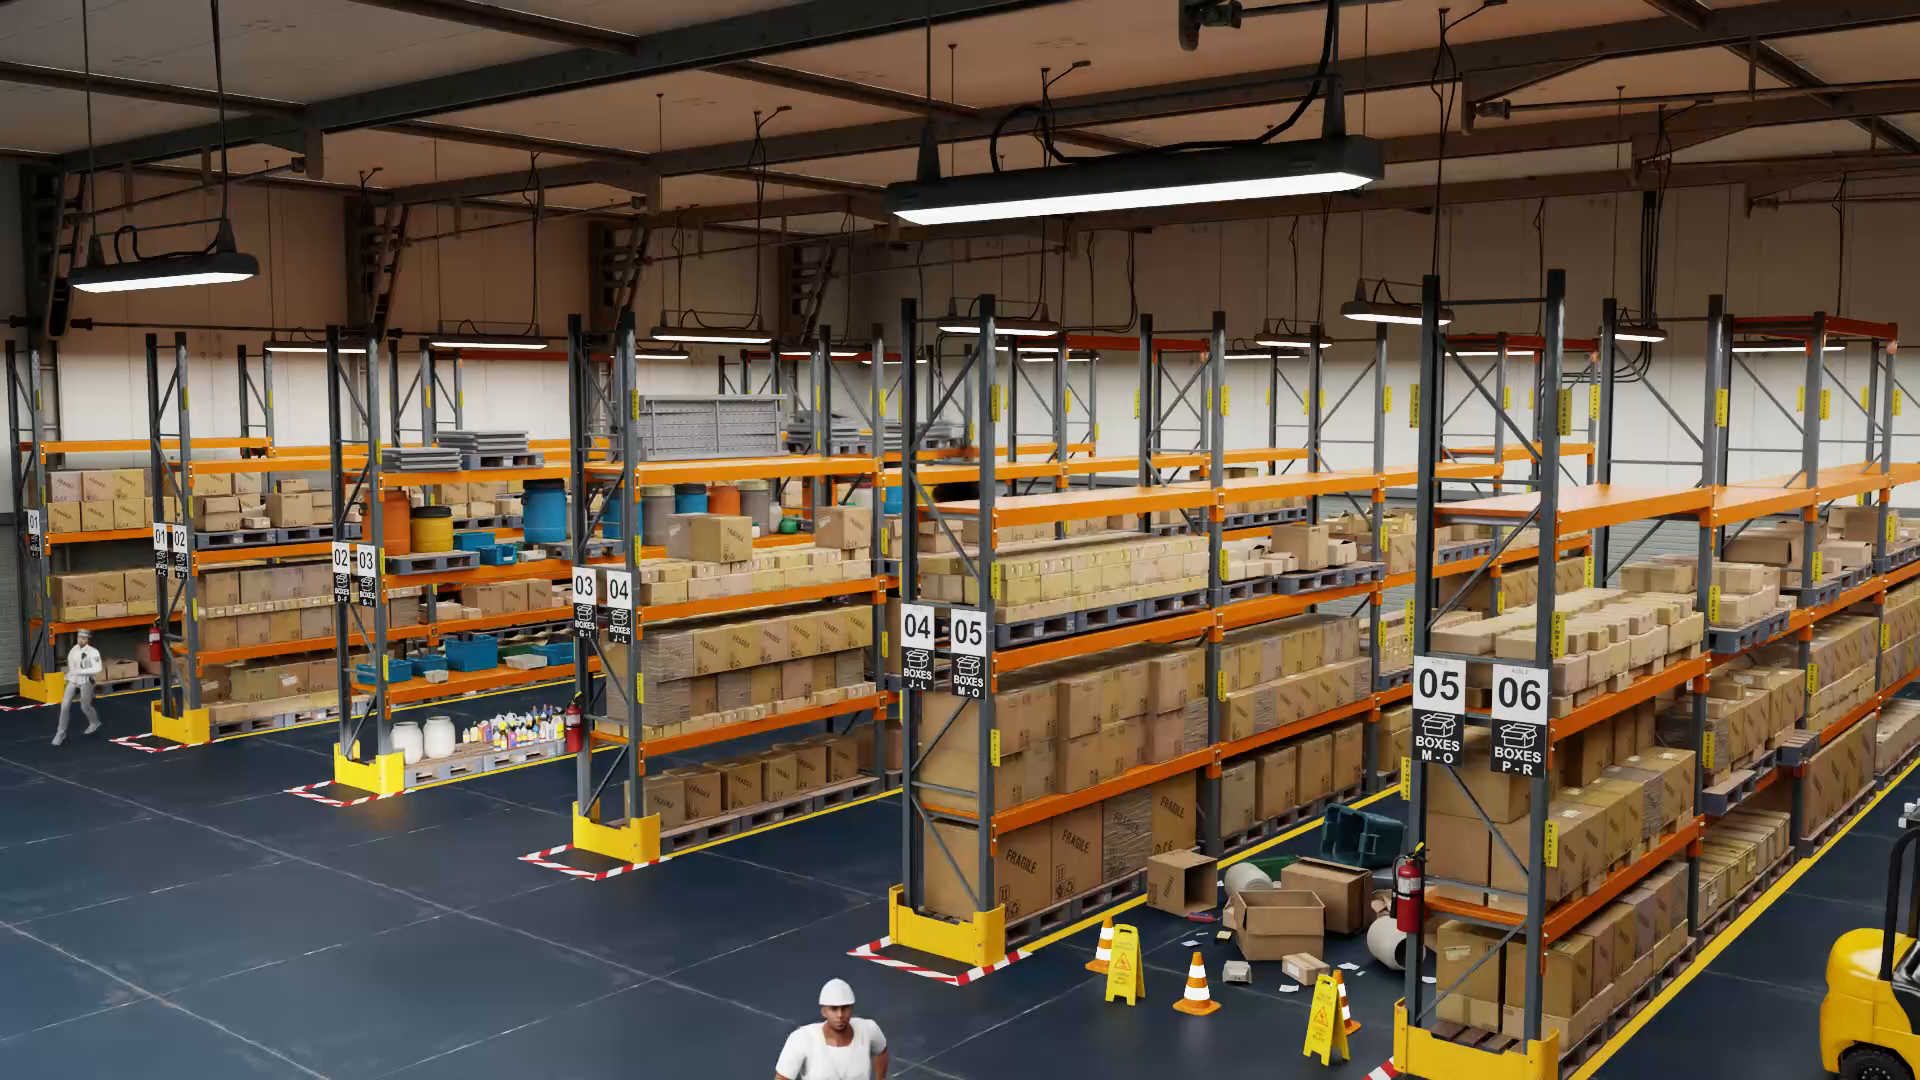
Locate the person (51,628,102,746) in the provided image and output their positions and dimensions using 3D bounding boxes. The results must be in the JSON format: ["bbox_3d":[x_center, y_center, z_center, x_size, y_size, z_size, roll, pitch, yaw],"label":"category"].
[{"bbox_3d":[-12.928,2.123,24.538,0.626,1.681,0.897,1,5,6],"label":"person"}]

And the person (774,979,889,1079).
[{"bbox_3d":[-0.735,3.412,9.651,0.687,1.782,0.902,-1,5,-8],"label":"person"}]
